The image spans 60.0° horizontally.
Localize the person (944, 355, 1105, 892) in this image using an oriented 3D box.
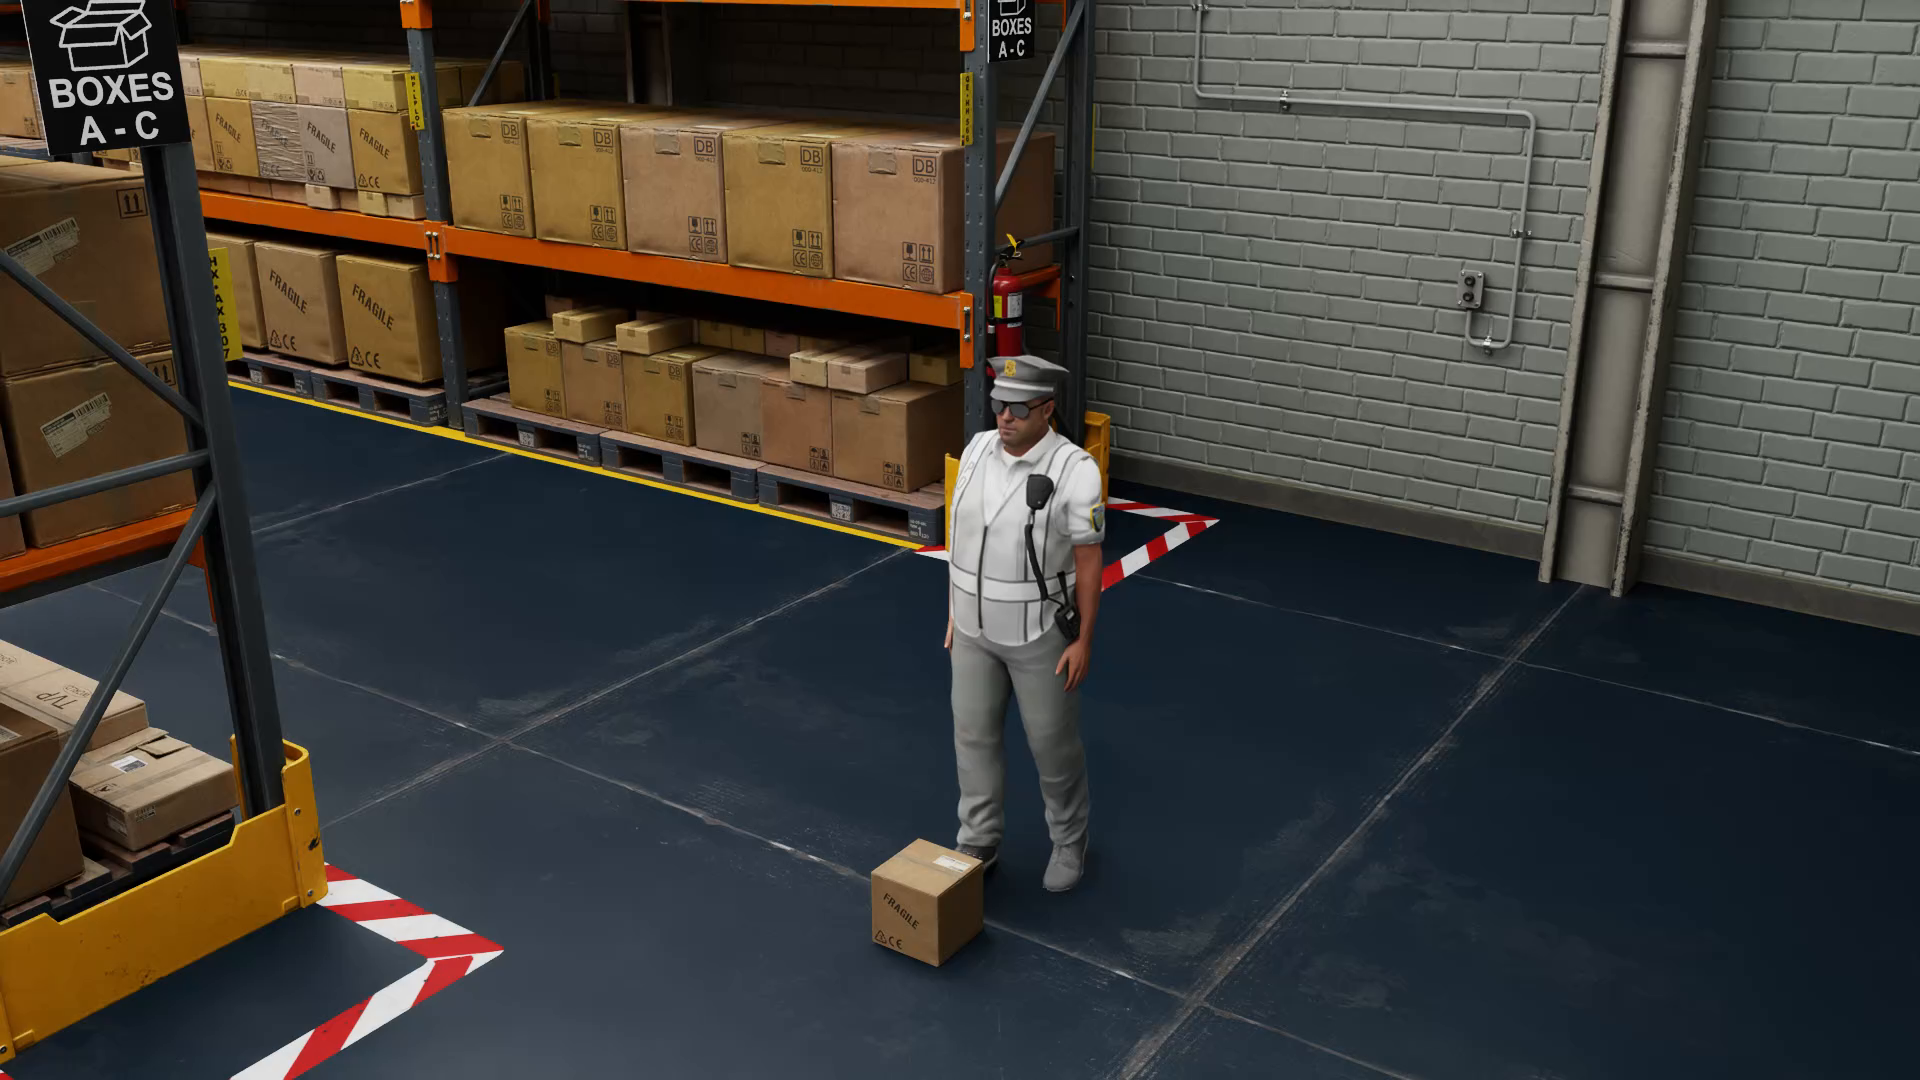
[{"bbox_3d":[0.166,0.291,5.268,0.539,1.797,0.566,13,24,33],"label":"person"}]
